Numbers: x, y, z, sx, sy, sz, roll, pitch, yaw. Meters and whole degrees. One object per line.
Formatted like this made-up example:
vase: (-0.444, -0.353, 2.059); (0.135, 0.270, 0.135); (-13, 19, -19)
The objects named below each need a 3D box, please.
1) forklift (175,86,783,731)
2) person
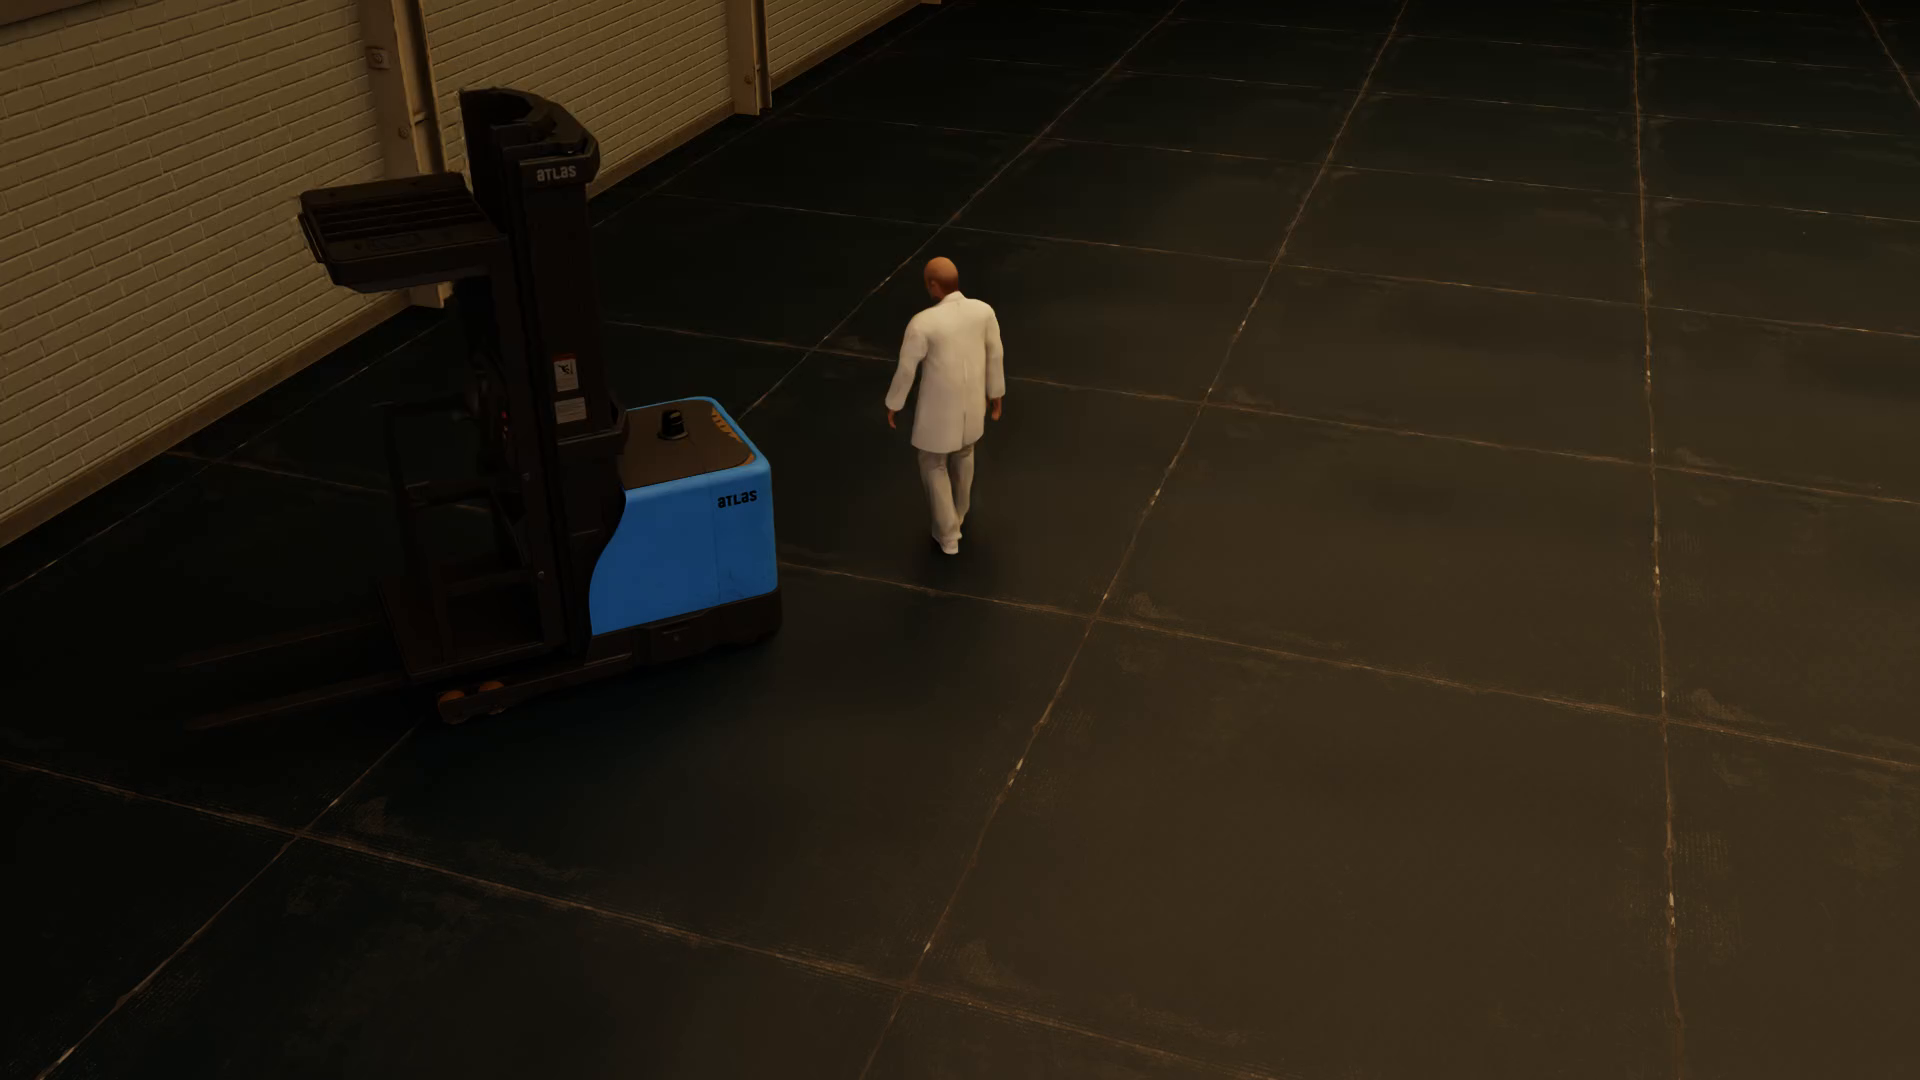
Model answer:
forklift: (-2.531, -0.637, 8.254); (3.031, 2.935, 1.130); (-14, 32, -22)
person: (-0.096, -0.820, 9.765); (0.727, 1.760, 0.599); (-17, 34, -27)
